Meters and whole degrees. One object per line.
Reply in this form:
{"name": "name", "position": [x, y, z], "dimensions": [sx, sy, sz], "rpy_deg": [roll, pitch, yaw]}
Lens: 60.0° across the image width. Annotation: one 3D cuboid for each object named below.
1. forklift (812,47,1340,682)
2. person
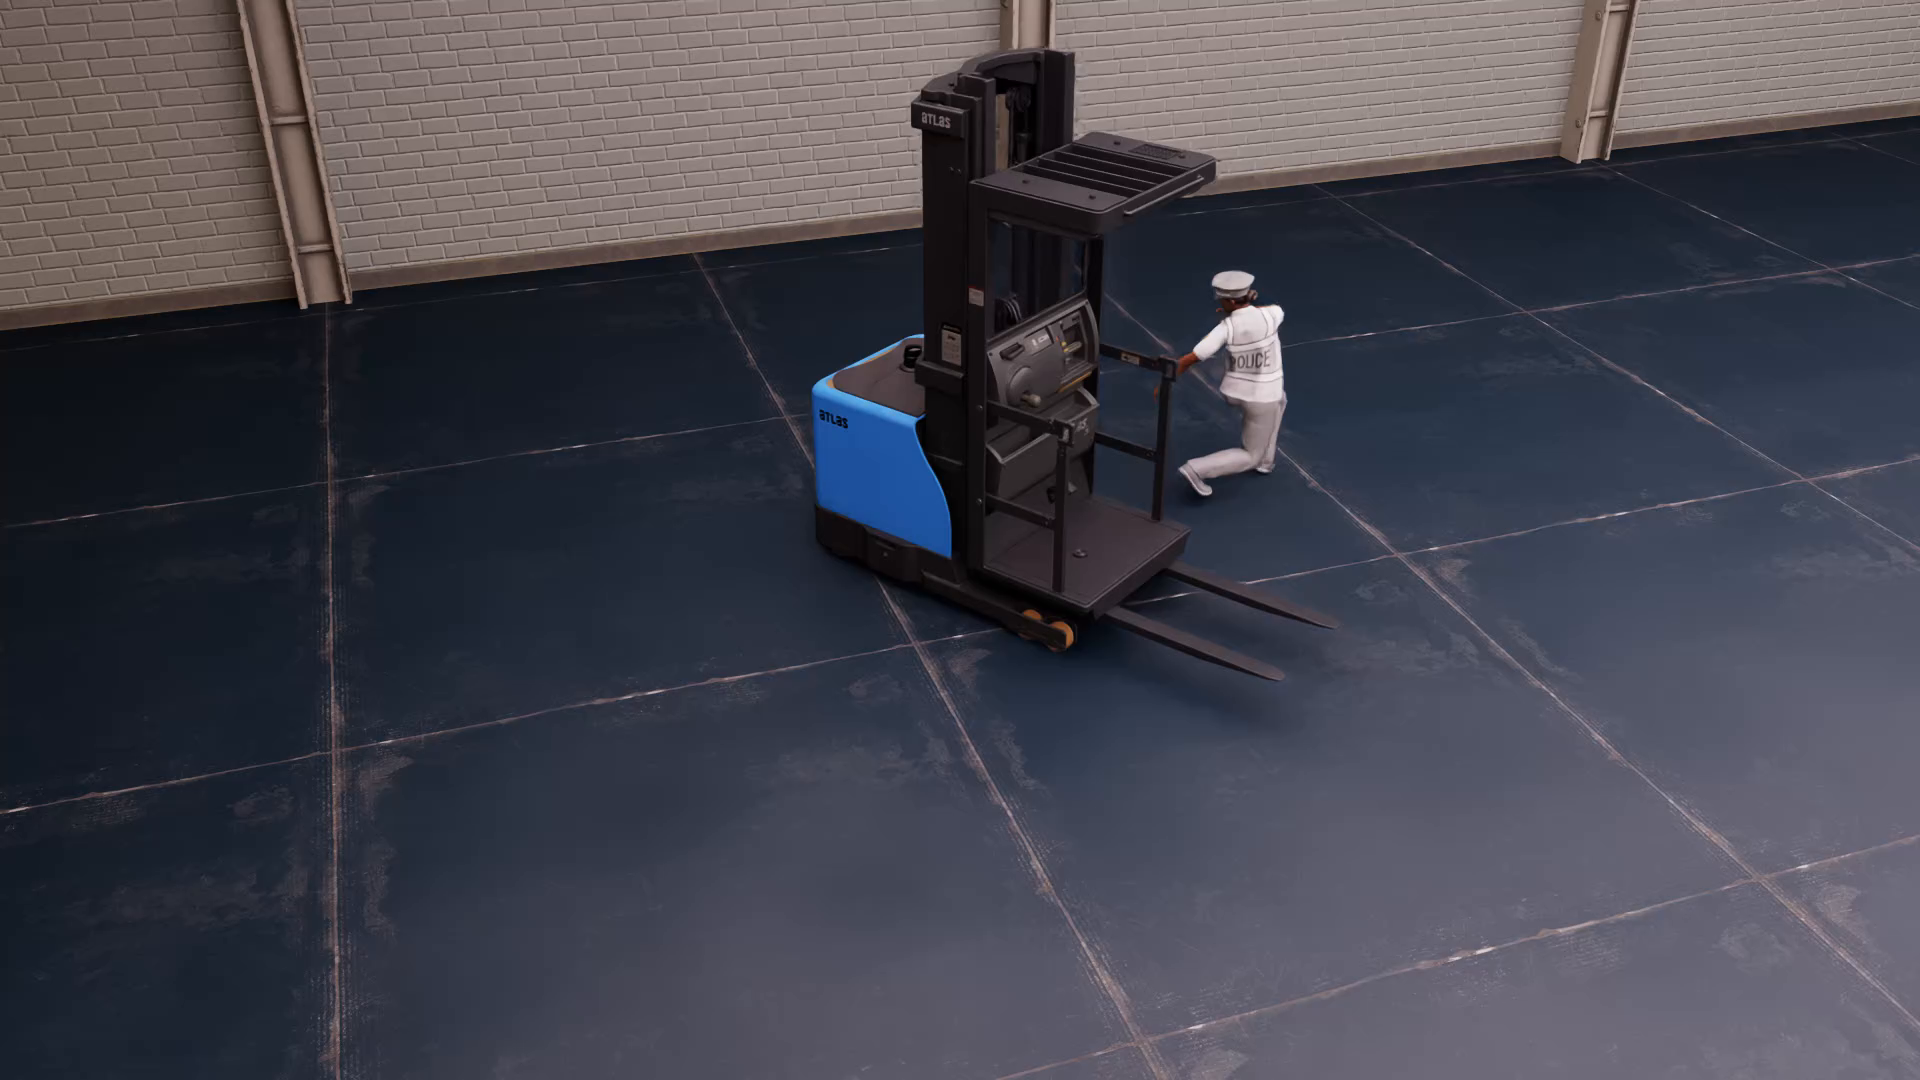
{"name": "forklift", "position": [0.616, -0.964, 8.763], "dimensions": [3.031, 2.935, 1.130], "rpy_deg": [21, 36, 32]}
{"name": "person", "position": [1.671, -0.976, 10.385], "dimensions": [0.695, 1.439, 0.917], "rpy_deg": [23, 37, 34]}
